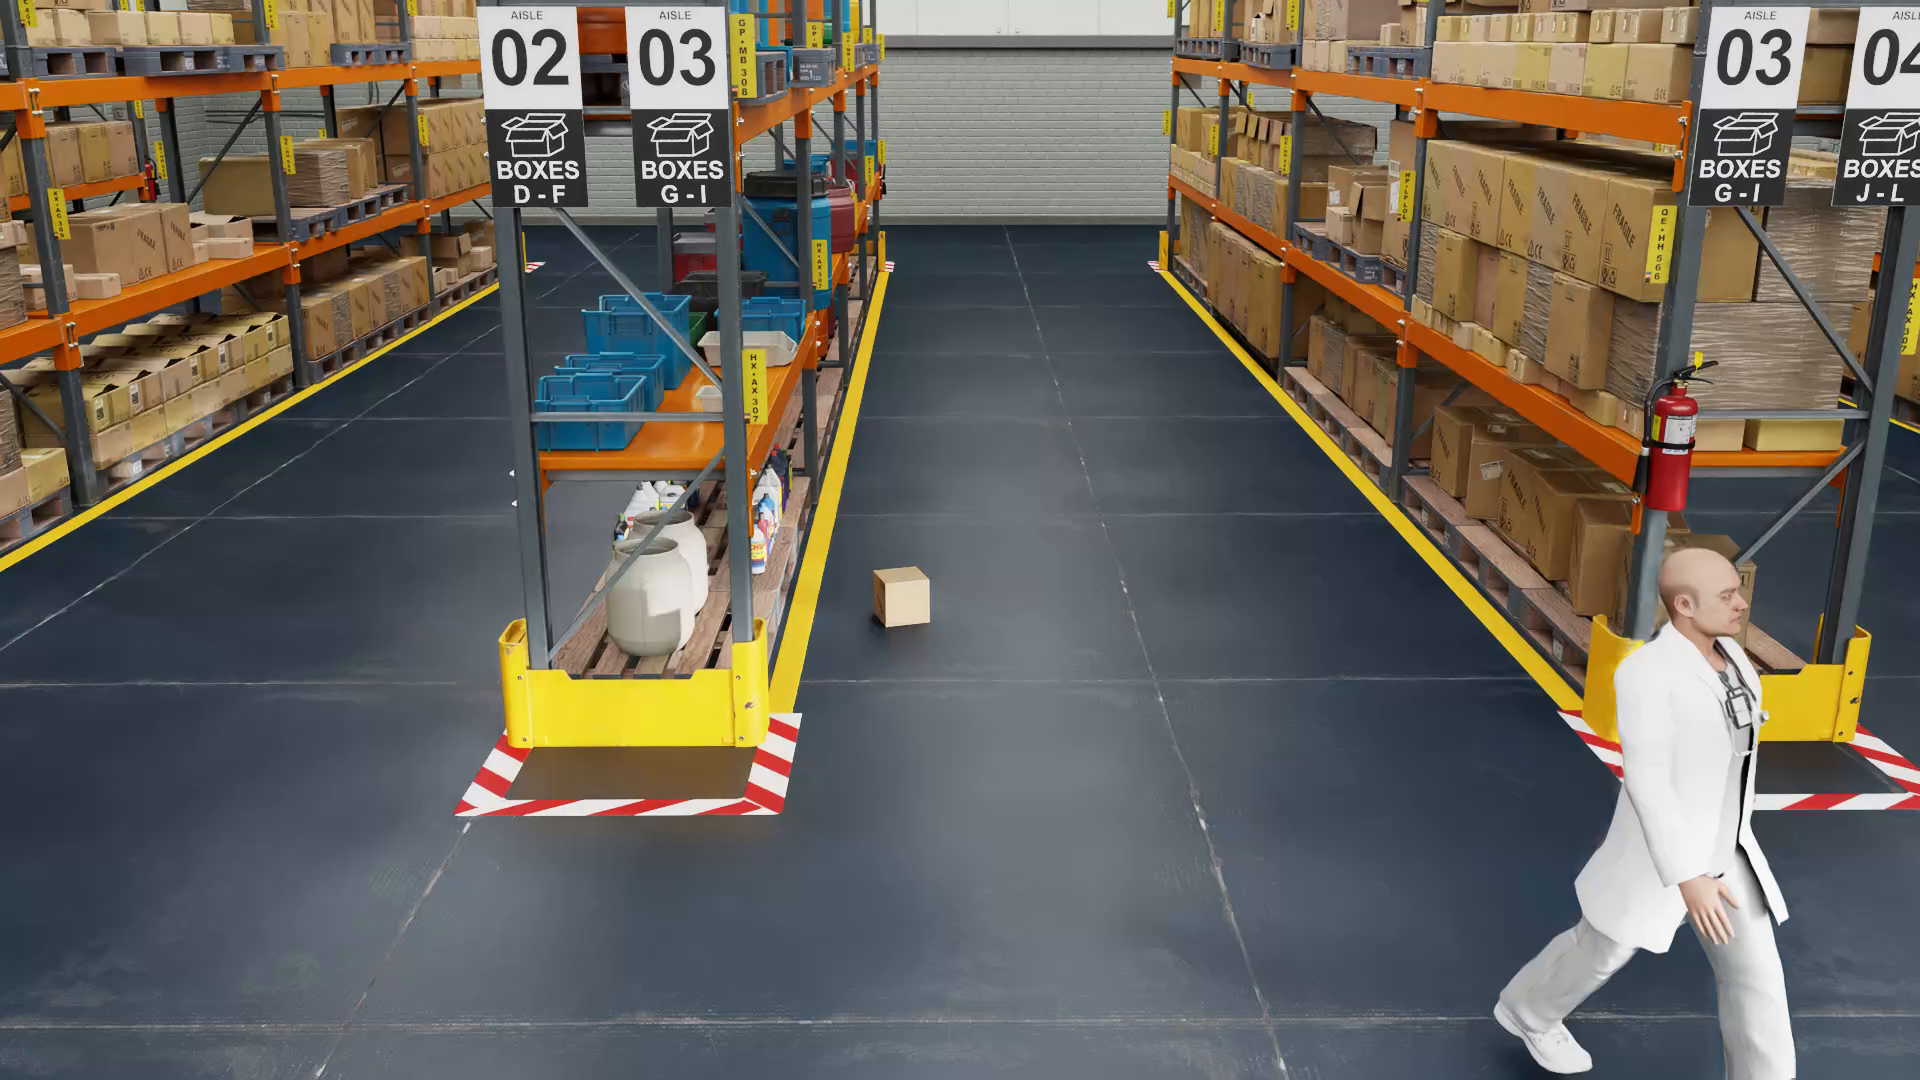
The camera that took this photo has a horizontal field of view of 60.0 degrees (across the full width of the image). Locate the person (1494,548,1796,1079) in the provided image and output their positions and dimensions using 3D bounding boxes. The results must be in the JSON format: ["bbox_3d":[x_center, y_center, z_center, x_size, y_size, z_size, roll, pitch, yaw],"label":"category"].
[{"bbox_3d":[2.050,0.878,4.668,0.563,1.726,1.118,-10,19,-29],"label":"person"}]
